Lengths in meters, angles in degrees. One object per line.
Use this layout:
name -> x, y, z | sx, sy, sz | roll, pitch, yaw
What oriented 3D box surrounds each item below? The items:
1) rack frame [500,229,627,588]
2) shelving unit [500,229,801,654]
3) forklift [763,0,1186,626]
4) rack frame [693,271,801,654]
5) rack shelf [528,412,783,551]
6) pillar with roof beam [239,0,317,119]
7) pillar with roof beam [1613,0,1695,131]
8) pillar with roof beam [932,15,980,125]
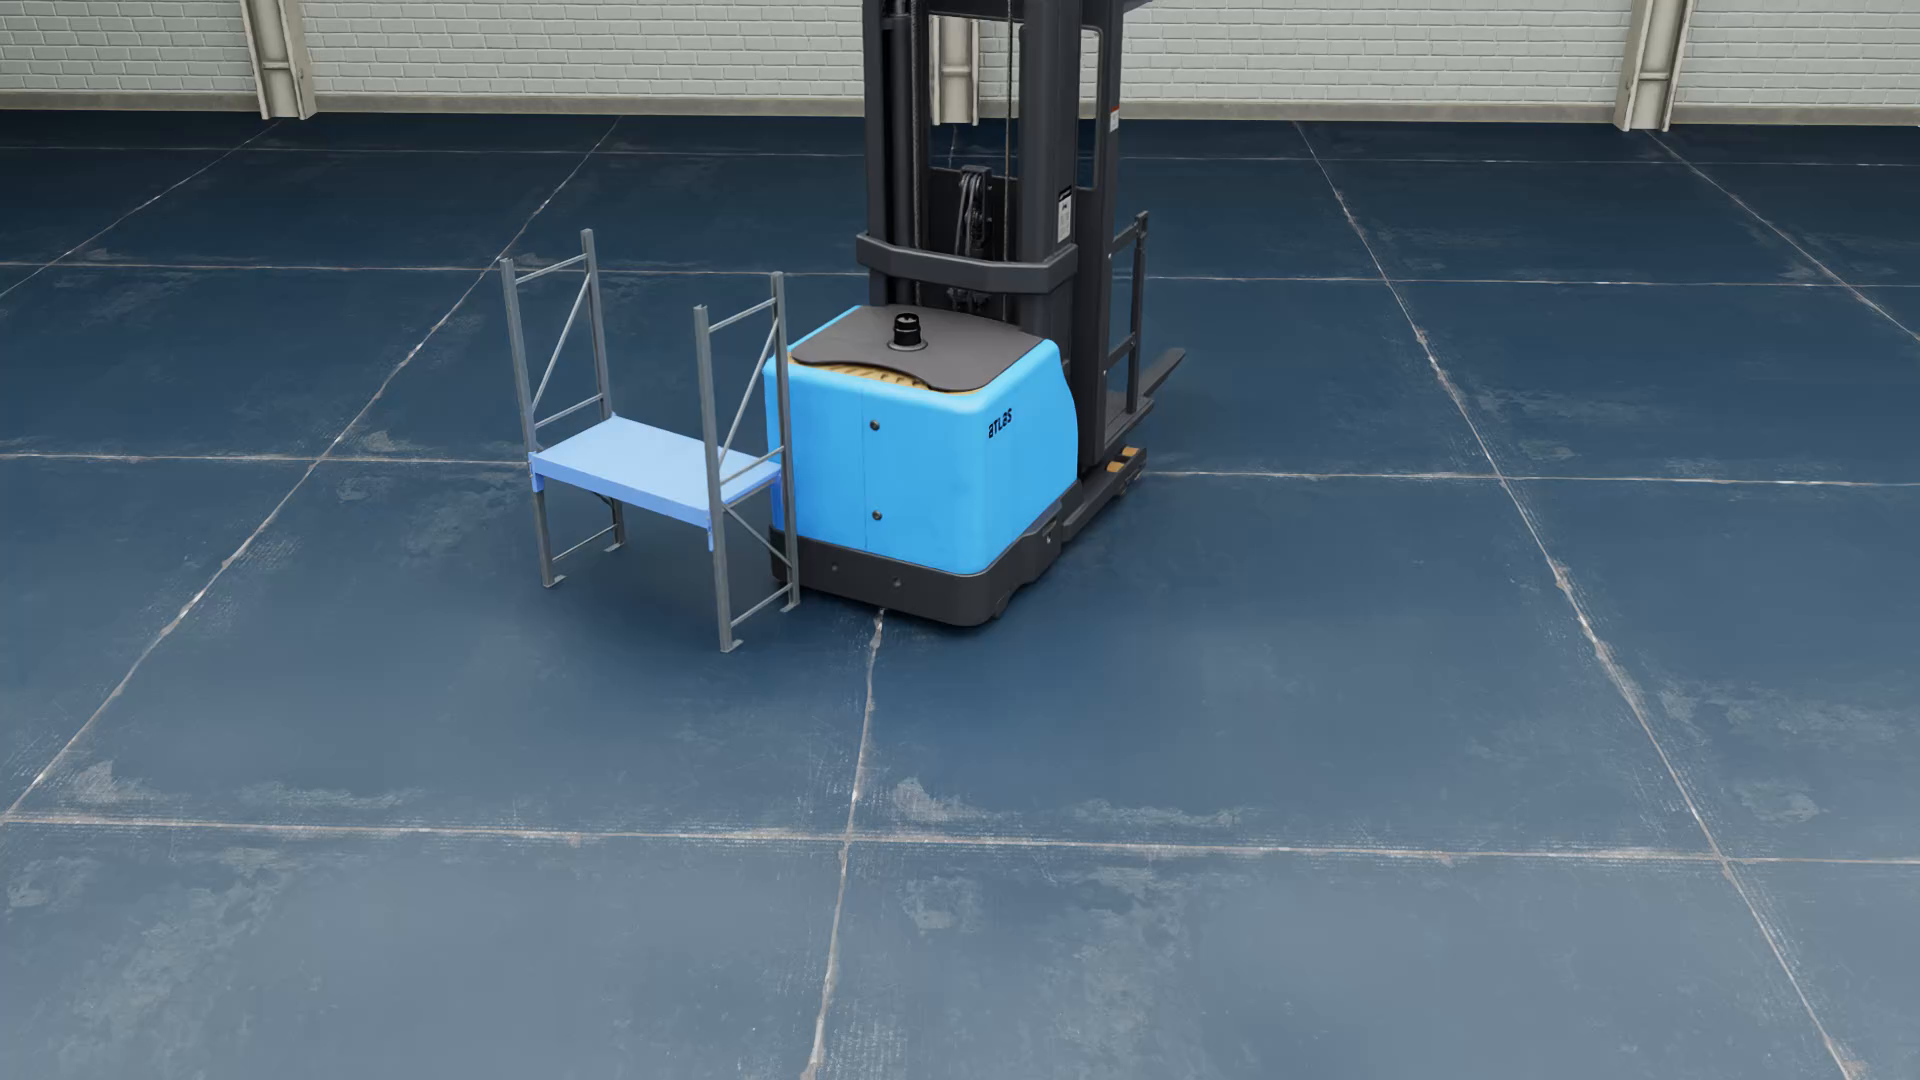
rack frame -> -1.696, -0.551, 7.188 | 0.032, 1.500, 0.500 | 17, 32, 29
shelving unit -> -1.269, -0.422, 6.945 | 1.048, 1.500, 0.538 | 17, 32, 29
forklift -> 0.282, -1.598, 7.635 | 1.130, 2.935, 3.031 | 13, 31, 23
rack frame -> -0.842, -0.293, 6.701 | 0.032, 1.500, 0.500 | 17, 32, 29
rack shelf -> -1.269, -0.263, 7.029 | 1.000, 0.185, 0.538 | 17, 32, 29
pillar with roof beam -> -6.179, -5.785, 9.056 | 0.400, 9.000, 9.100 | 1, 28, 2
pillar with roof beam -> 5.813, -5.587, 8.682 | 0.400, 9.000, 9.100 | 1, 28, 2
pillar with roof beam -> -0.183, -5.686, 8.869 | 0.400, 9.000, 9.100 | 1, 28, 2
